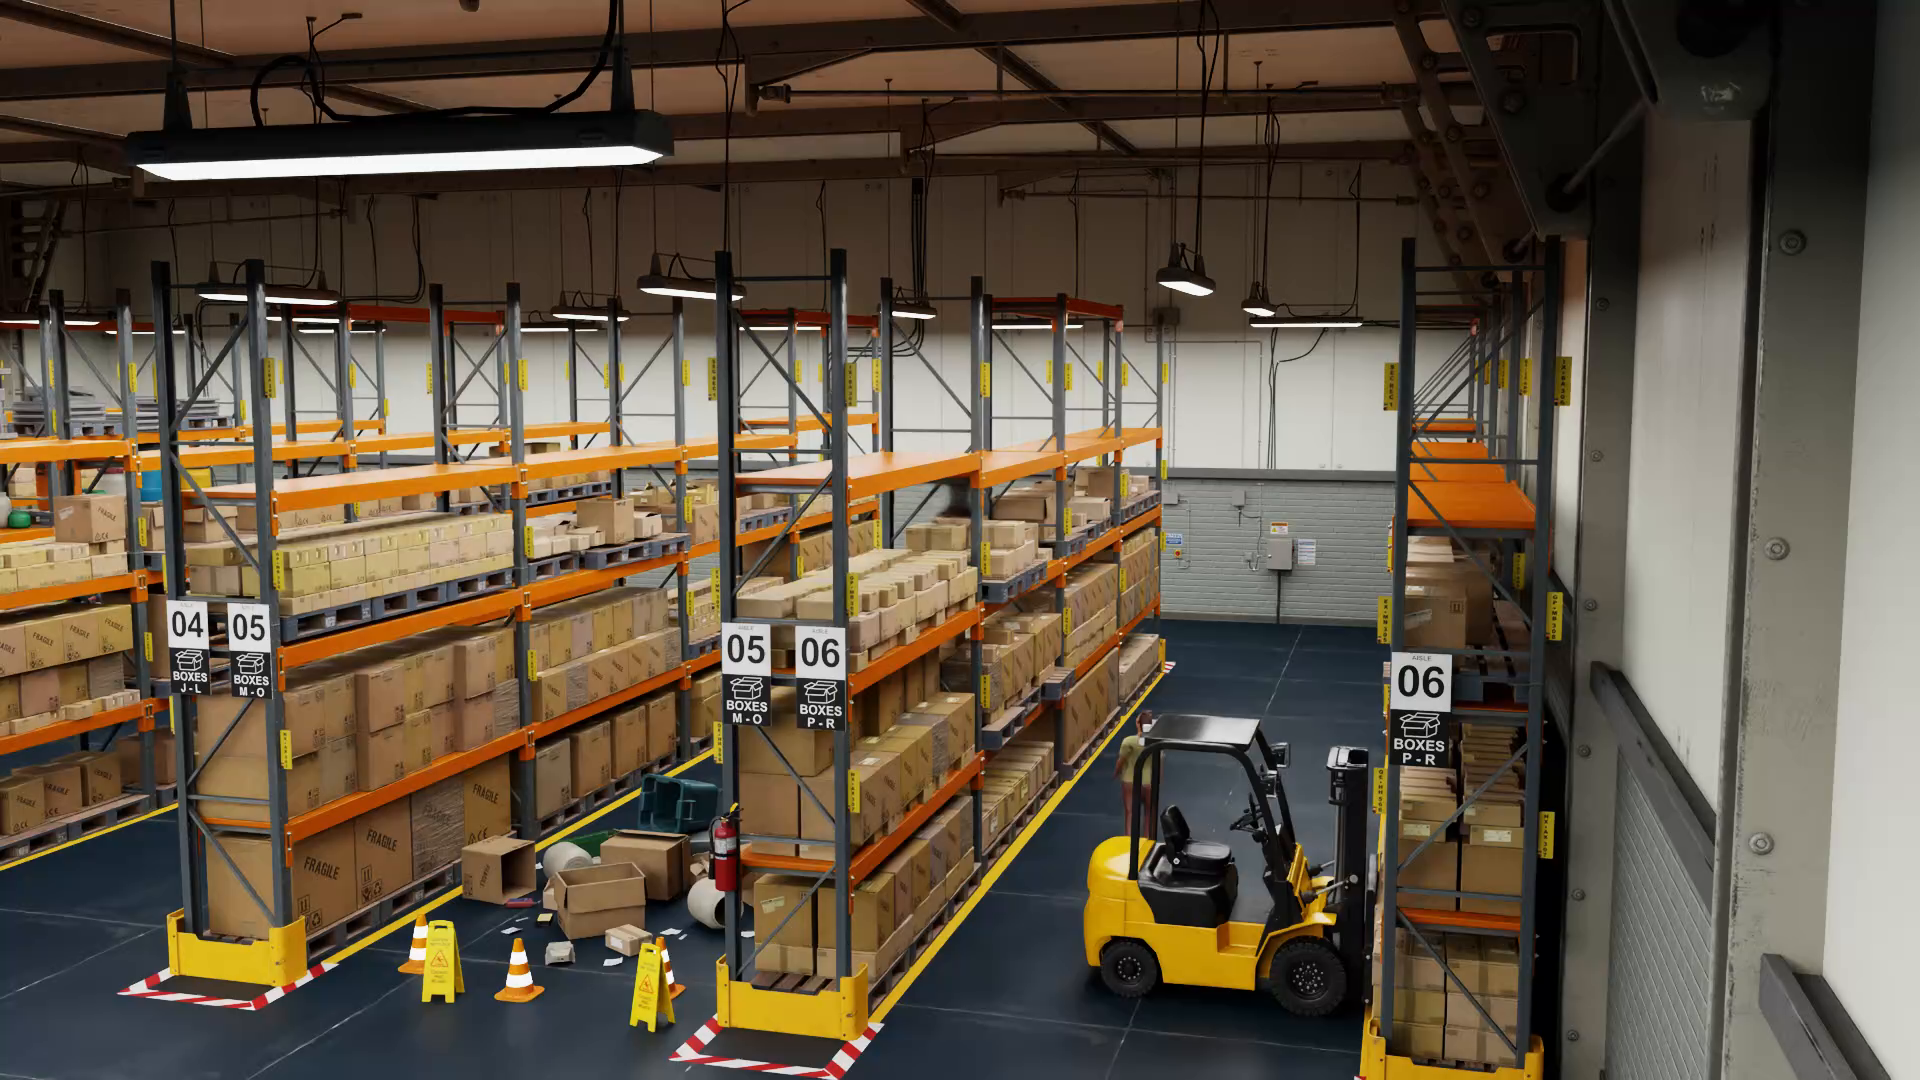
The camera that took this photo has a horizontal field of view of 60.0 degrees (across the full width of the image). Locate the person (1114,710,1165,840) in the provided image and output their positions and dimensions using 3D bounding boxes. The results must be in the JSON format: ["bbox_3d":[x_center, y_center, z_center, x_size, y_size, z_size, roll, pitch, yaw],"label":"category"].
[{"bbox_3d":[1.839,2.538,17.113,0.541,1.665,0.676,1,6,11],"label":"person"}]

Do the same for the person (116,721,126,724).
[{"bbox_3d":[-12.094,1.807,23.863,0.435,1.715,0.516,-2,6,-19],"label":"person"}]
